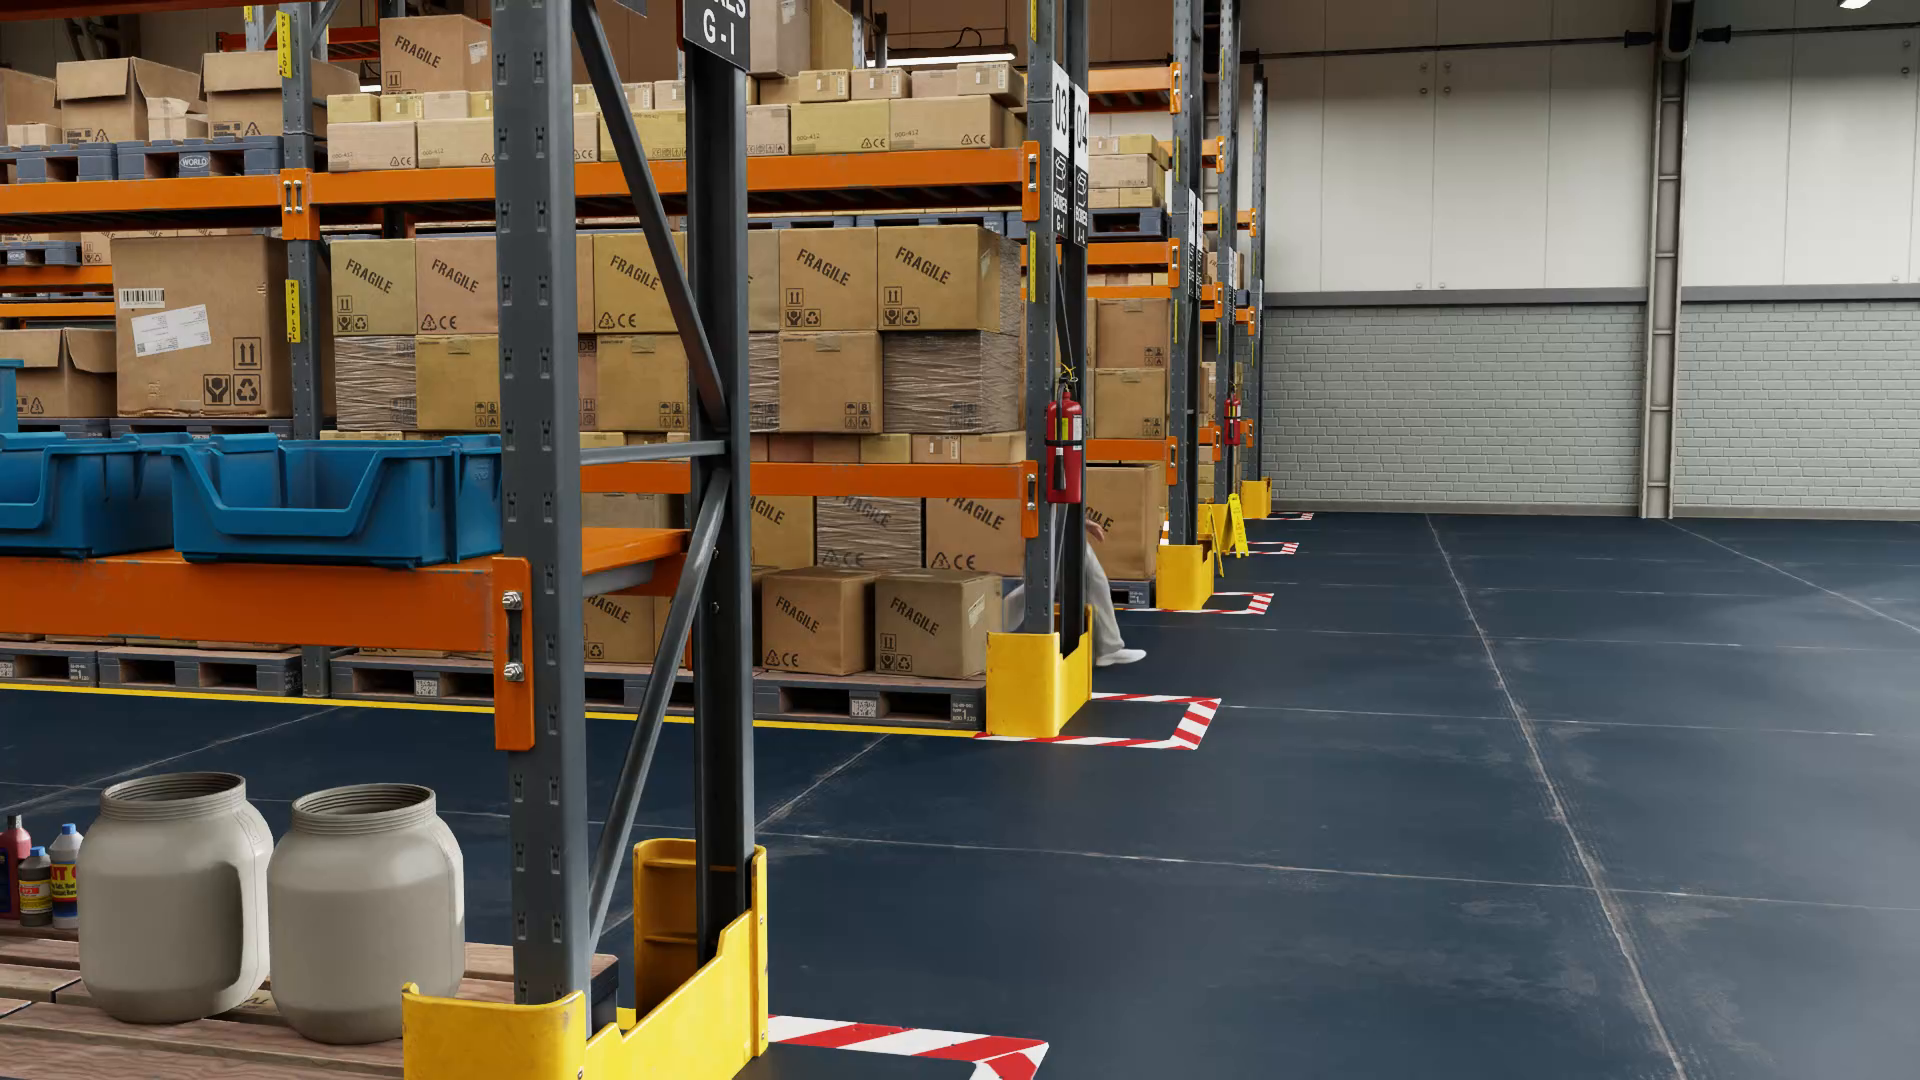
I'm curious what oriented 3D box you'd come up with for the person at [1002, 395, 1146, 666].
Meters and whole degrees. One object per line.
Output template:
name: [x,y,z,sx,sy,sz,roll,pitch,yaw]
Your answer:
person: [0.597,-0.063,10.021,1.051,1.613,0.450,0,5,5]
